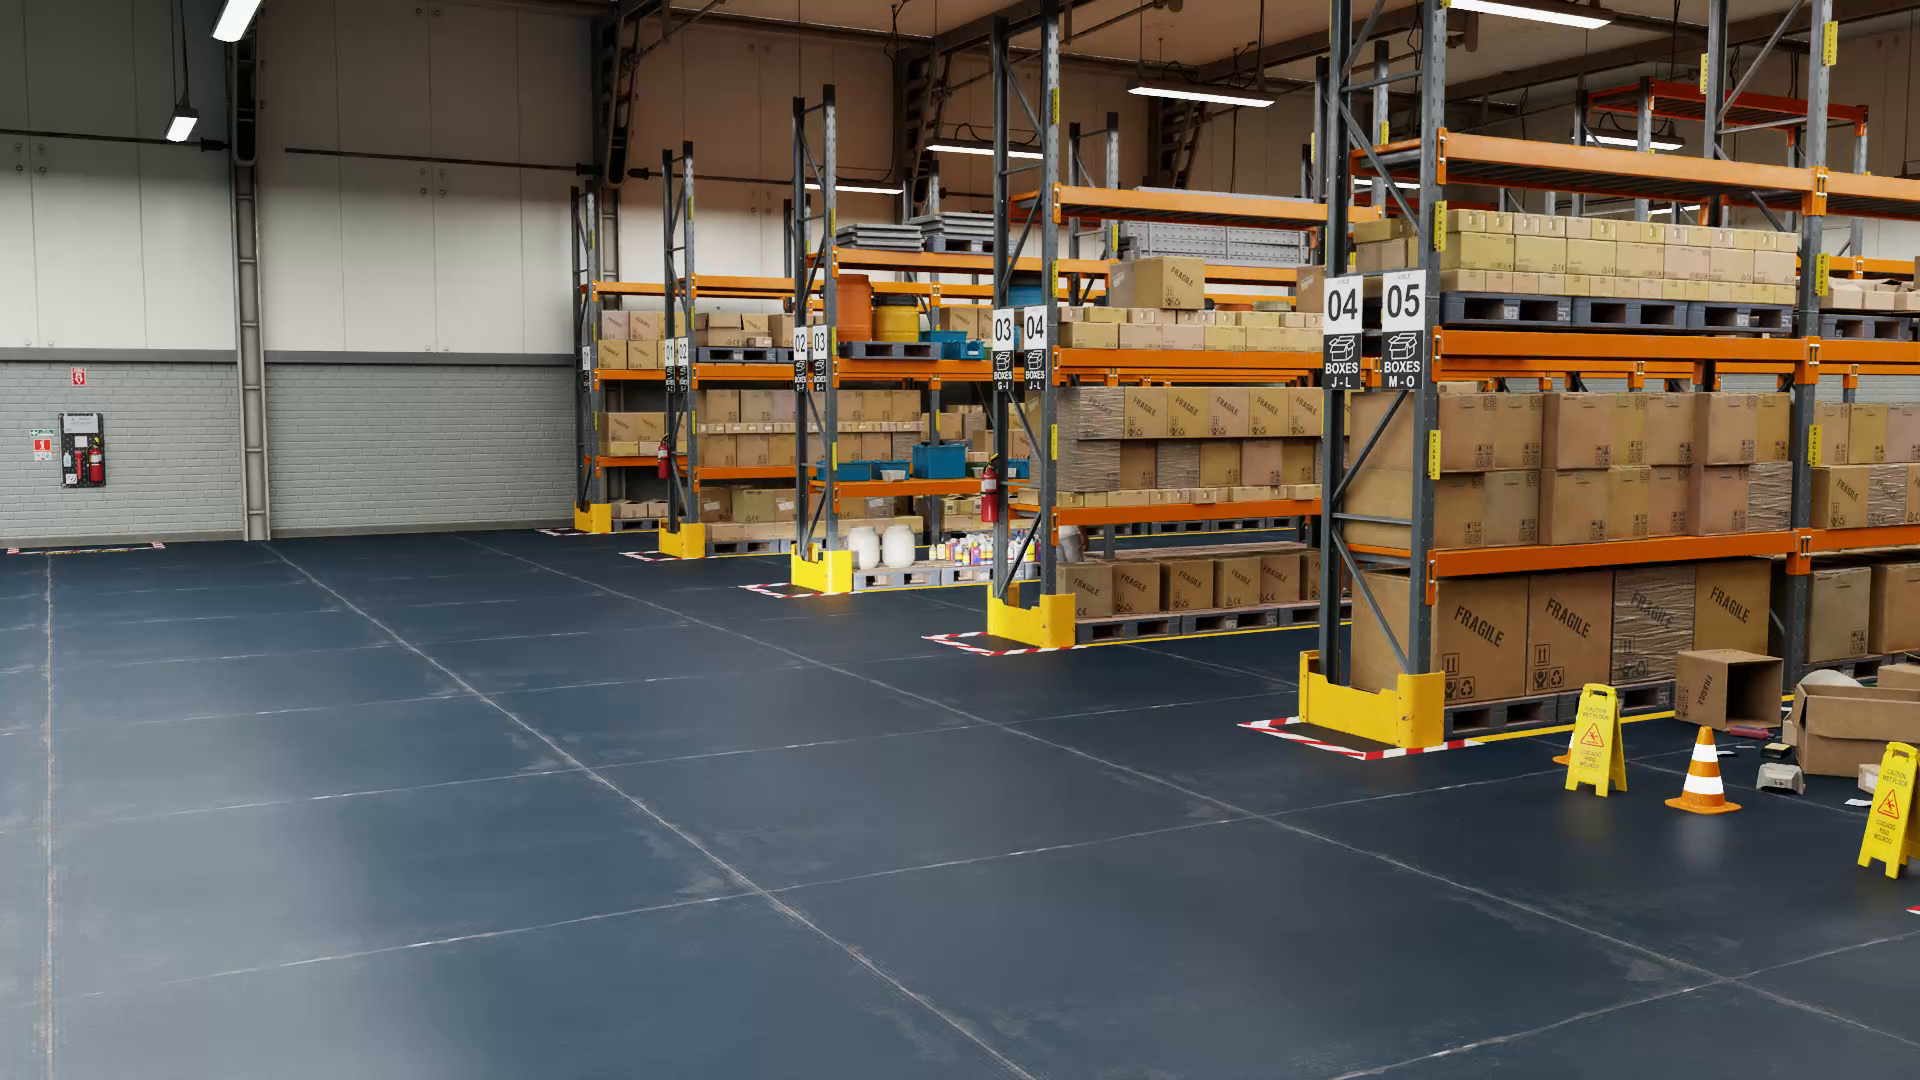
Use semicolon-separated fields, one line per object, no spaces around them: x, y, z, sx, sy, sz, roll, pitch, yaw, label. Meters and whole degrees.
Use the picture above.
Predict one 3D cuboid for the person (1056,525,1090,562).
1.184;-0.060;17.841;0.457;1.761;0.627;-2;5;-25;person
